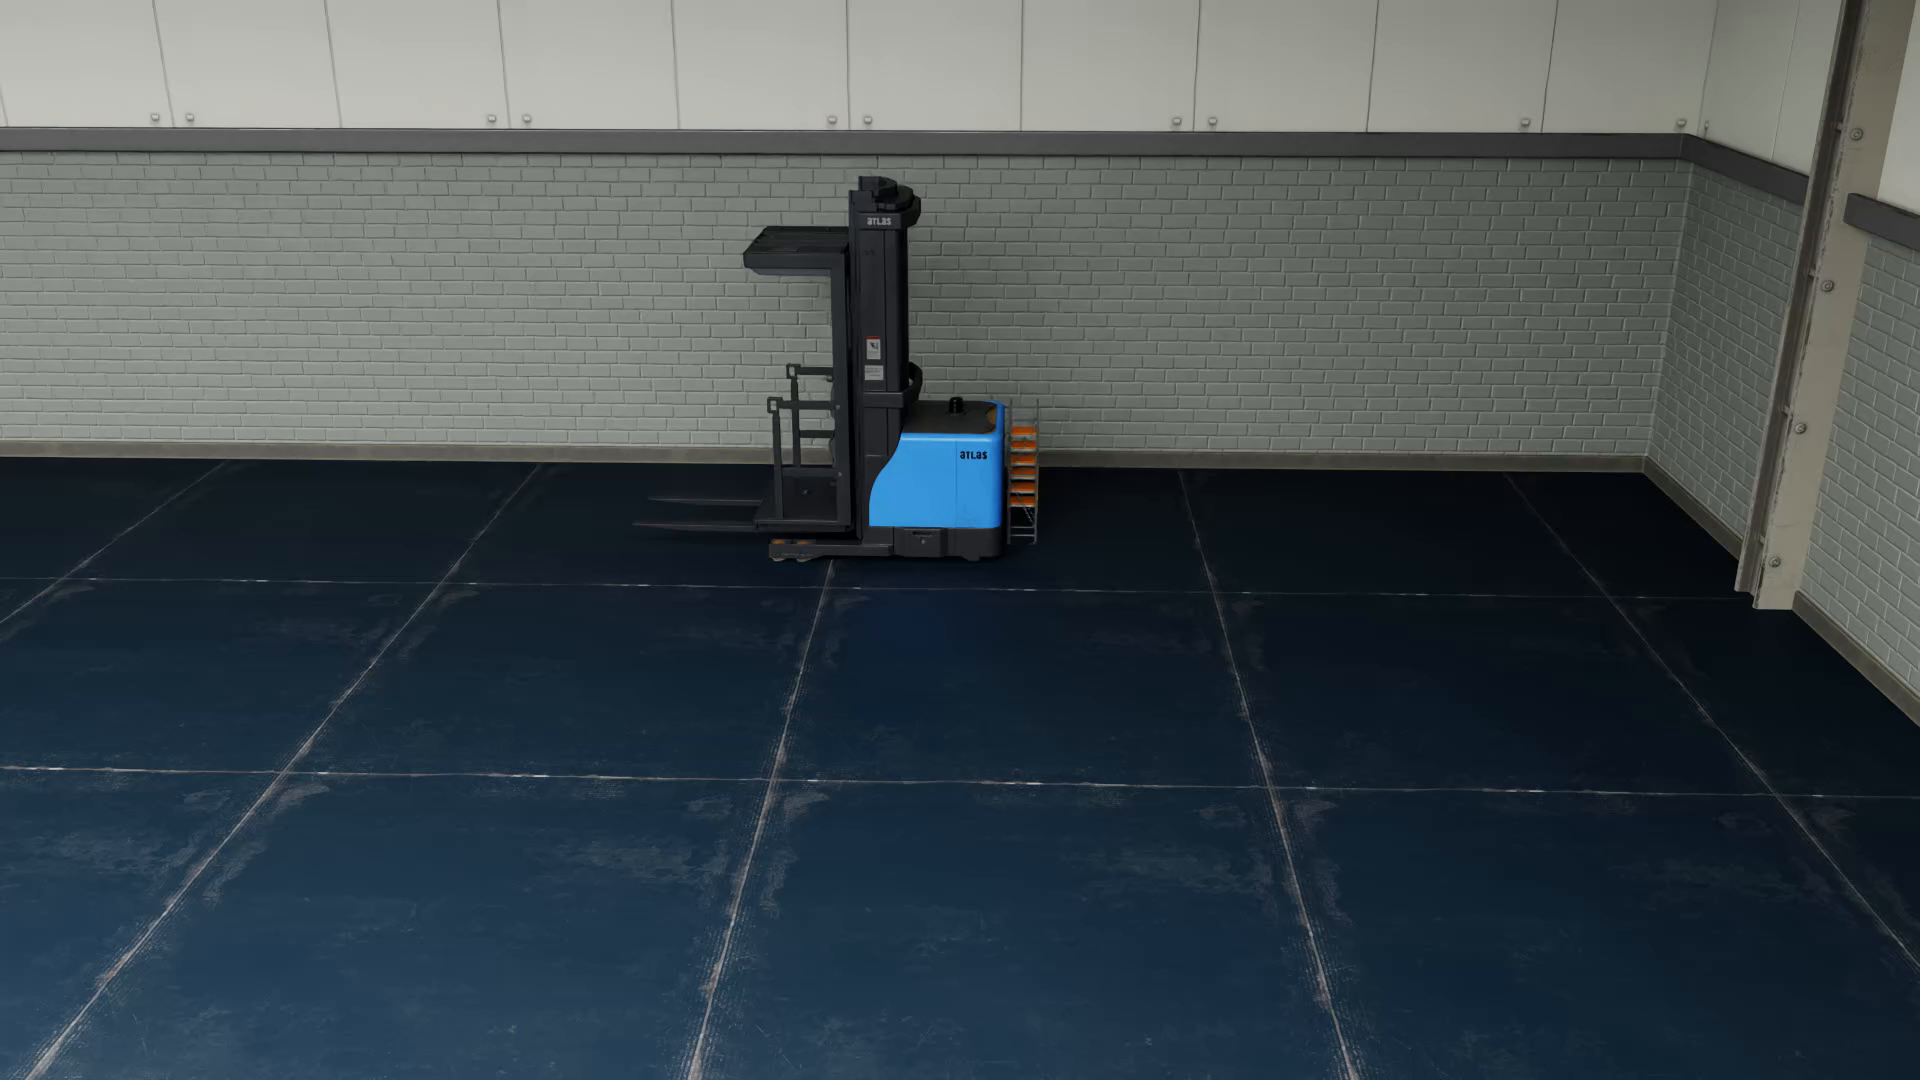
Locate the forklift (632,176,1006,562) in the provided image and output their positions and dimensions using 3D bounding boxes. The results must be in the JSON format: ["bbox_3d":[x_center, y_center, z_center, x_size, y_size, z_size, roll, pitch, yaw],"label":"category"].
[{"bbox_3d":[-1.147,-1.381,13.329,3.031,2.935,1.130,1,21,3],"label":"forklift"}]

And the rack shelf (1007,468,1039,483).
[{"bbox_3d":[0.516,-0.514,13.611,0.258,0.103,0.180,1,21,3],"label":"rack shelf"}]

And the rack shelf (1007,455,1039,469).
[{"bbox_3d":[0.517,-0.626,13.568,0.258,0.103,0.180,1,21,3],"label":"rack shelf"}]

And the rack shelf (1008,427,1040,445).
[{"bbox_3d":[0.517,-0.850,13.481,0.258,0.103,0.180,1,21,3],"label":"rack shelf"}]

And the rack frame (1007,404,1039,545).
[{"bbox_3d":[0.512,-0.523,13.510,0.240,1.200,0.006,1,21,3],"label":"rack frame"}]

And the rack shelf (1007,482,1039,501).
[{"bbox_3d":[0.516,-0.402,13.655,0.258,0.103,0.180,1,21,3],"label":"rack shelf"}]

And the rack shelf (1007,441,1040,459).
[{"bbox_3d":[0.517,-0.738,13.524,0.258,0.103,0.180,1,21,3],"label":"rack shelf"}]

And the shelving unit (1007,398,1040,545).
[{"bbox_3d":[0.516,-0.556,13.595,0.258,1.200,0.189,1,21,3],"label":"shelving unit"}]

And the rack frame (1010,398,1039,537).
[{"bbox_3d":[0.521,-0.589,13.680,0.240,1.200,0.006,1,21,3],"label":"rack frame"}]

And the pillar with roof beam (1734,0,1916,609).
[{"bbox_3d":[1.827,-3.795,11.162,9.100,9.000,0.400,1,21,2],"label":"pillar with roof beam"}]

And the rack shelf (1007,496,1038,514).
[{"bbox_3d":[0.516,-0.291,13.698,0.258,0.103,0.180,1,21,3],"label":"rack shelf"}]
